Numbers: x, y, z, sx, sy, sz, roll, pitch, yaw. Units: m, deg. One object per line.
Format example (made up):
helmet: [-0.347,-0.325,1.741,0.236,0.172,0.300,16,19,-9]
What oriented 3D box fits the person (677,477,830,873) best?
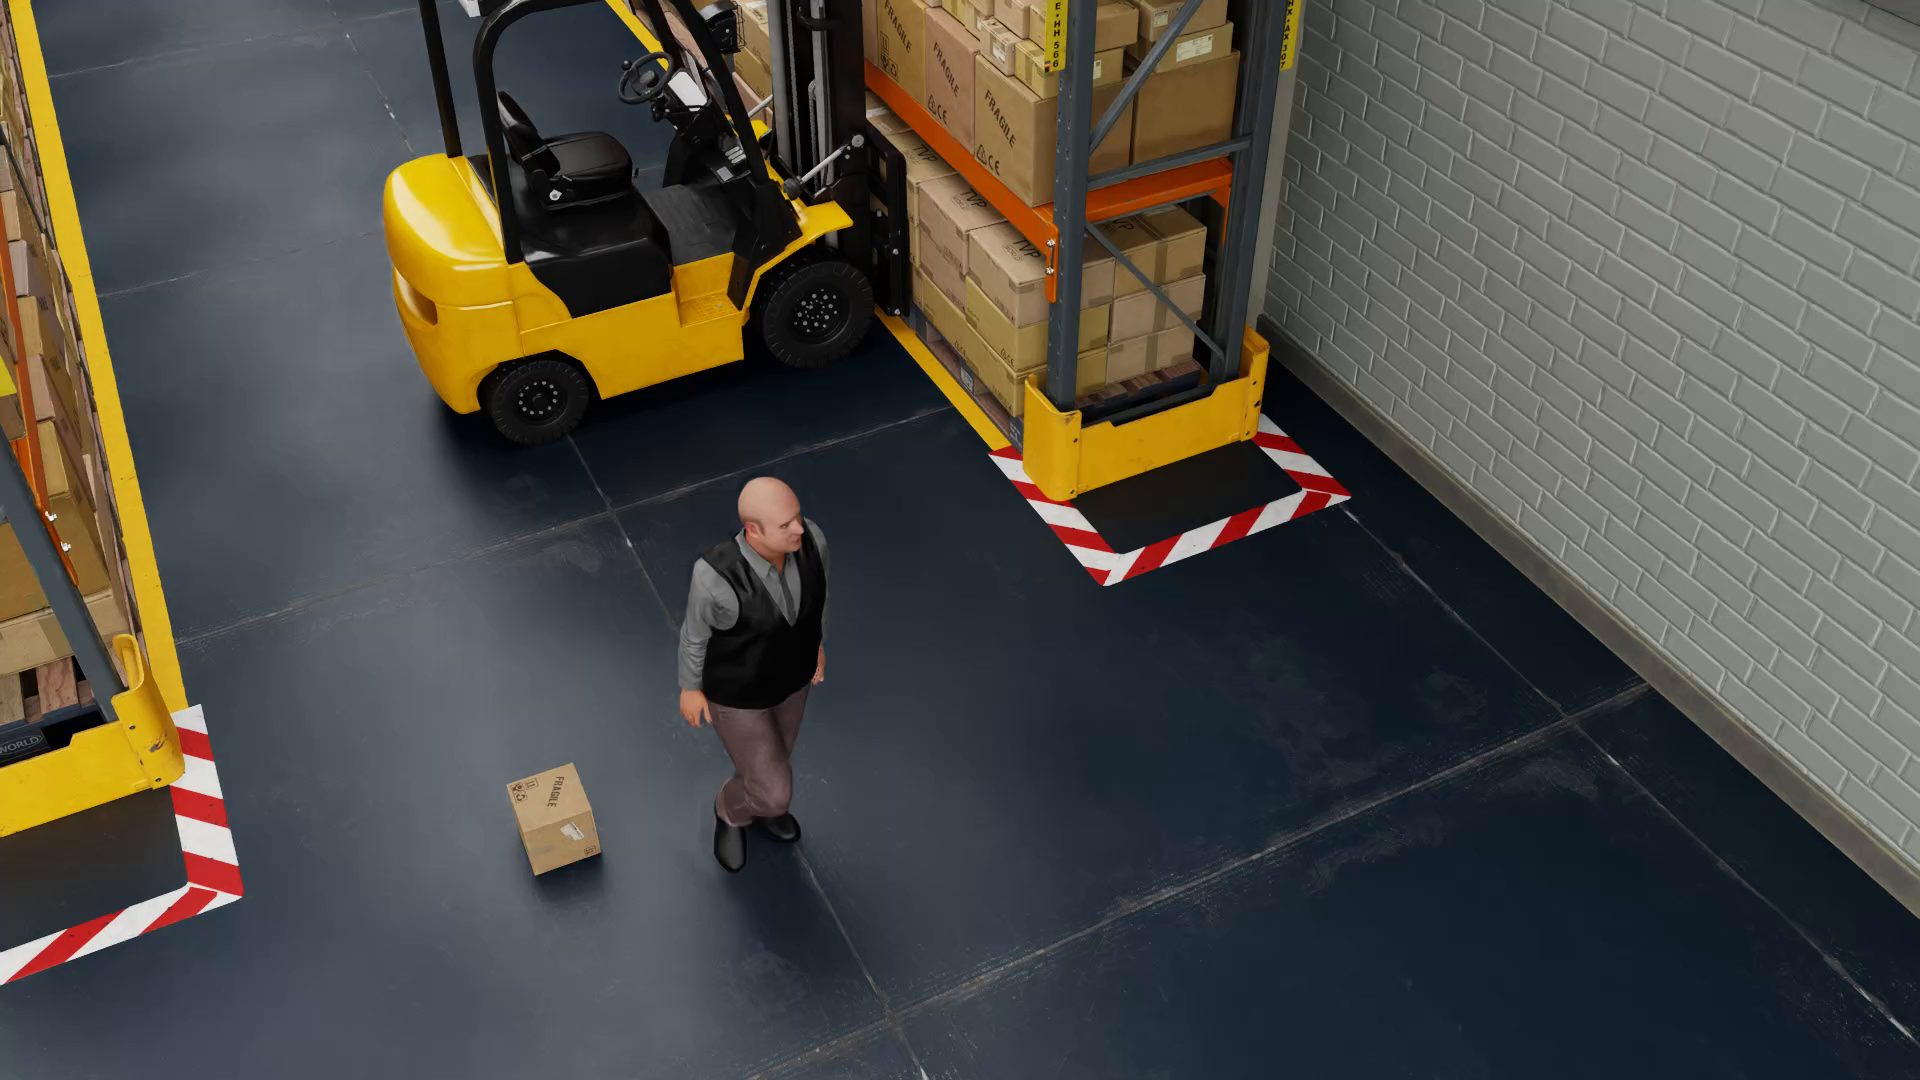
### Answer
person: [-0.662,0.452,5.632,0.492,1.707,0.567,31,50,30]
